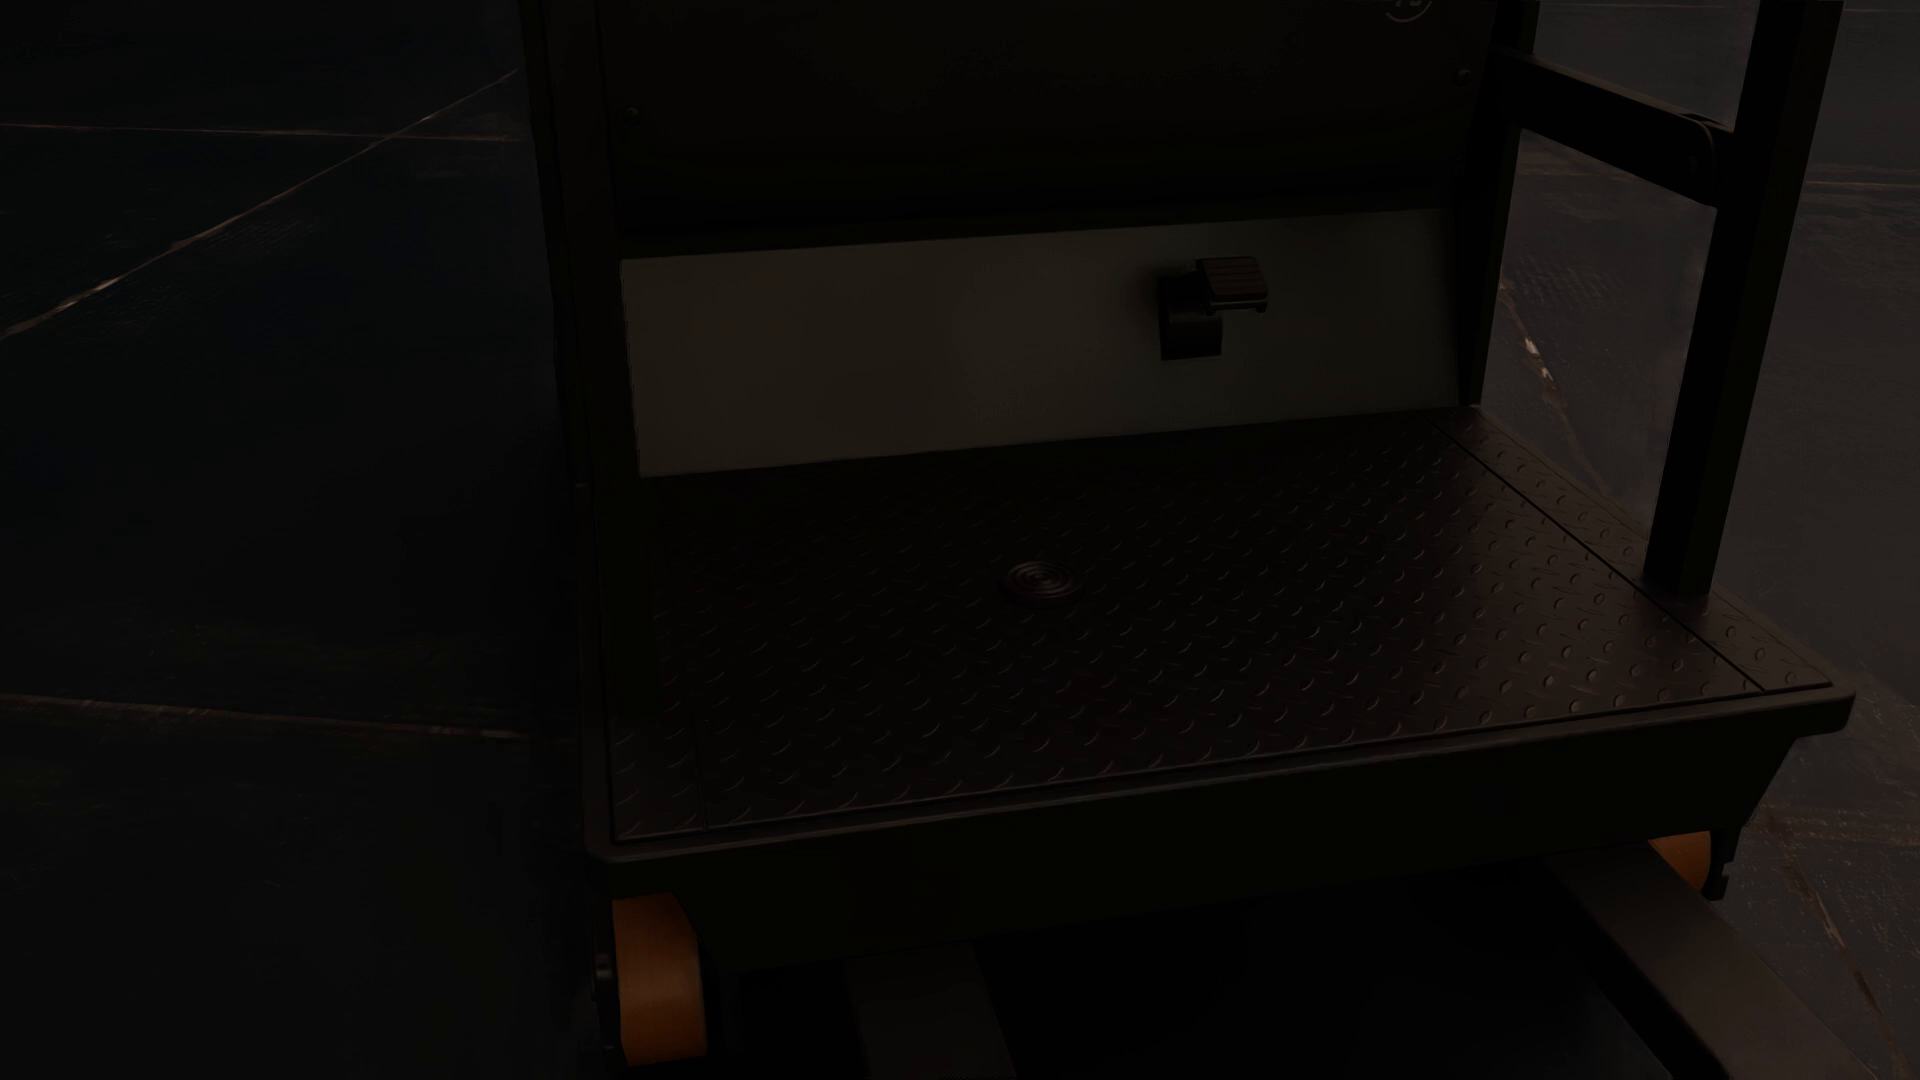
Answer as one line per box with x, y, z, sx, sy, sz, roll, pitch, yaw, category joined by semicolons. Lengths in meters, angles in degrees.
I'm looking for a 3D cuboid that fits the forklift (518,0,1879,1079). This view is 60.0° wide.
0.150;-1.014;1.249;1.130;2.935;3.031;-6;27;-11;forklift
